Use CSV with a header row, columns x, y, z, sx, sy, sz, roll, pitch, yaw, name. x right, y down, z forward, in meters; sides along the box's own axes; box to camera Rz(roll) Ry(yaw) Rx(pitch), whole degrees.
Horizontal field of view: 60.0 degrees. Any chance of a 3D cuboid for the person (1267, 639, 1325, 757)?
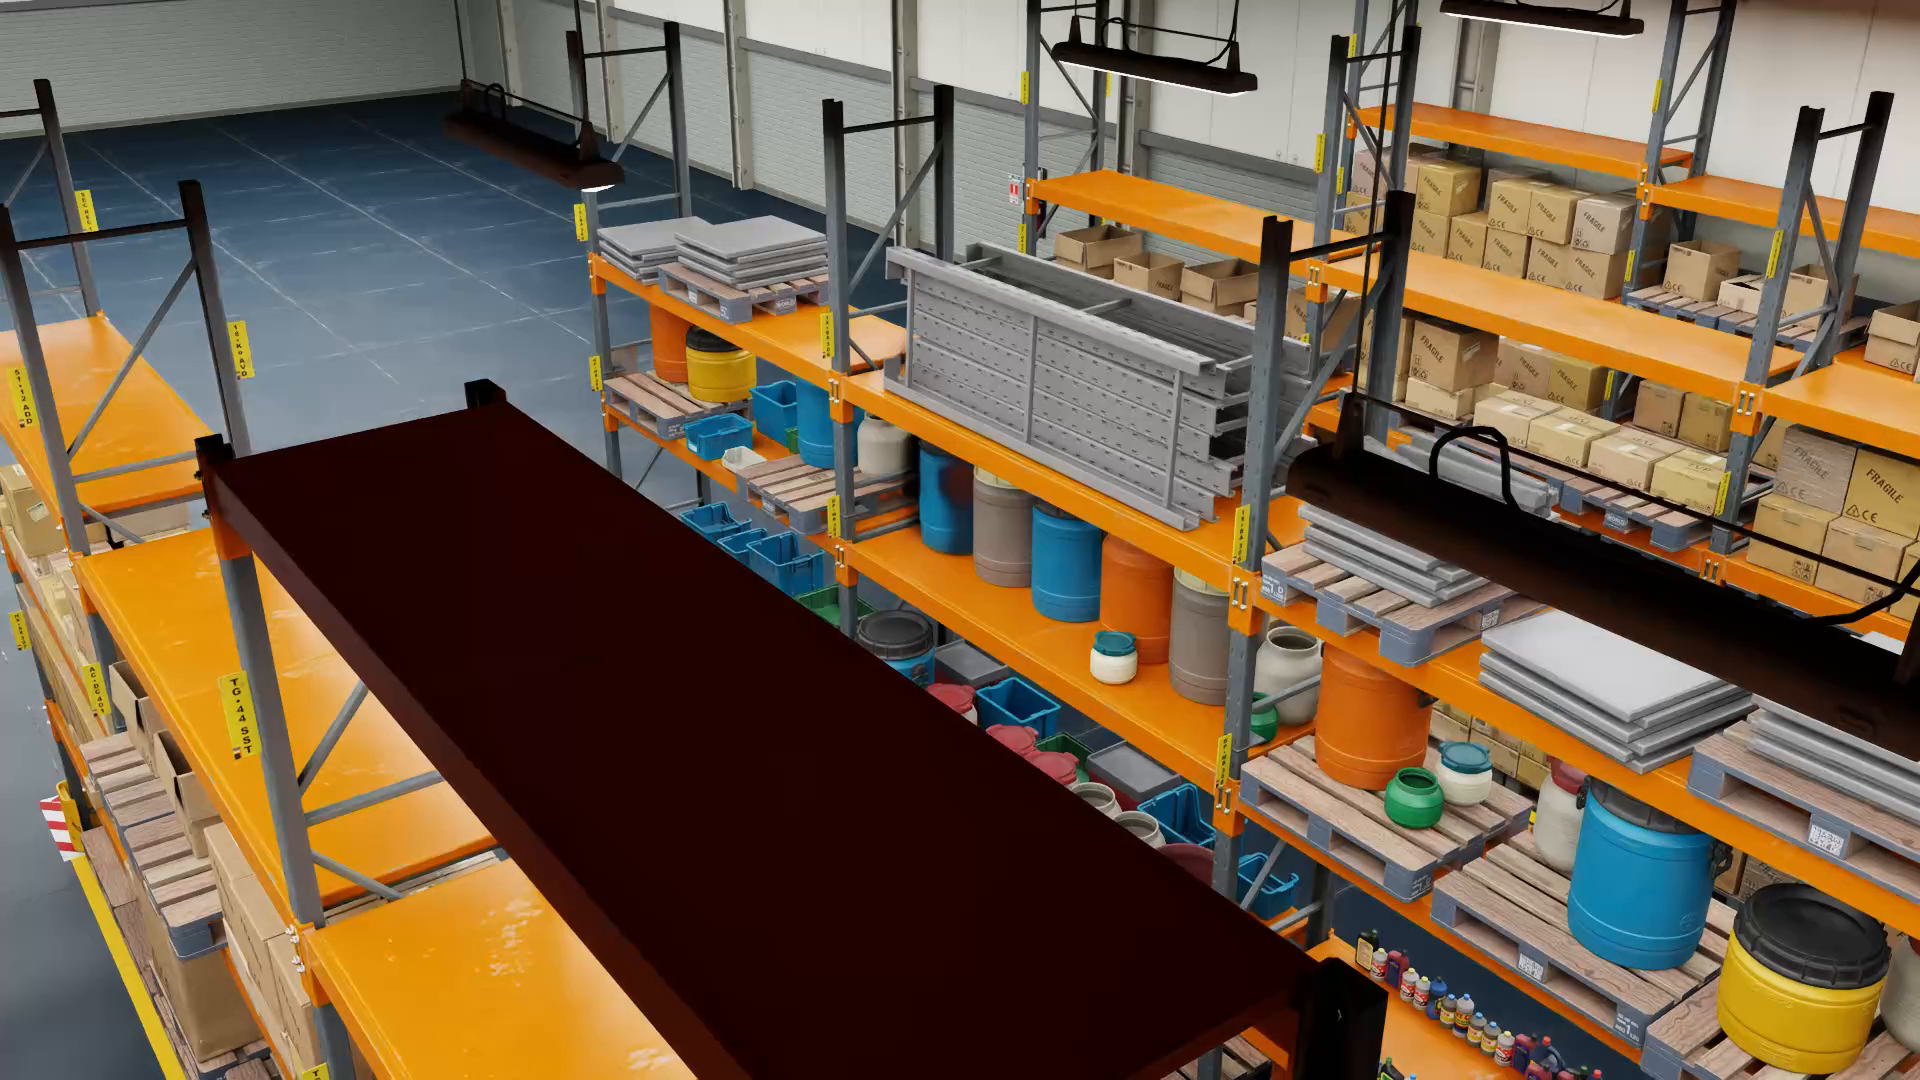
x,y,z,sx,sy,sz,roll,pitch,yaw,name
2.960,1.235,14.145,0.666,1.762,0.739,19,31,36,person
